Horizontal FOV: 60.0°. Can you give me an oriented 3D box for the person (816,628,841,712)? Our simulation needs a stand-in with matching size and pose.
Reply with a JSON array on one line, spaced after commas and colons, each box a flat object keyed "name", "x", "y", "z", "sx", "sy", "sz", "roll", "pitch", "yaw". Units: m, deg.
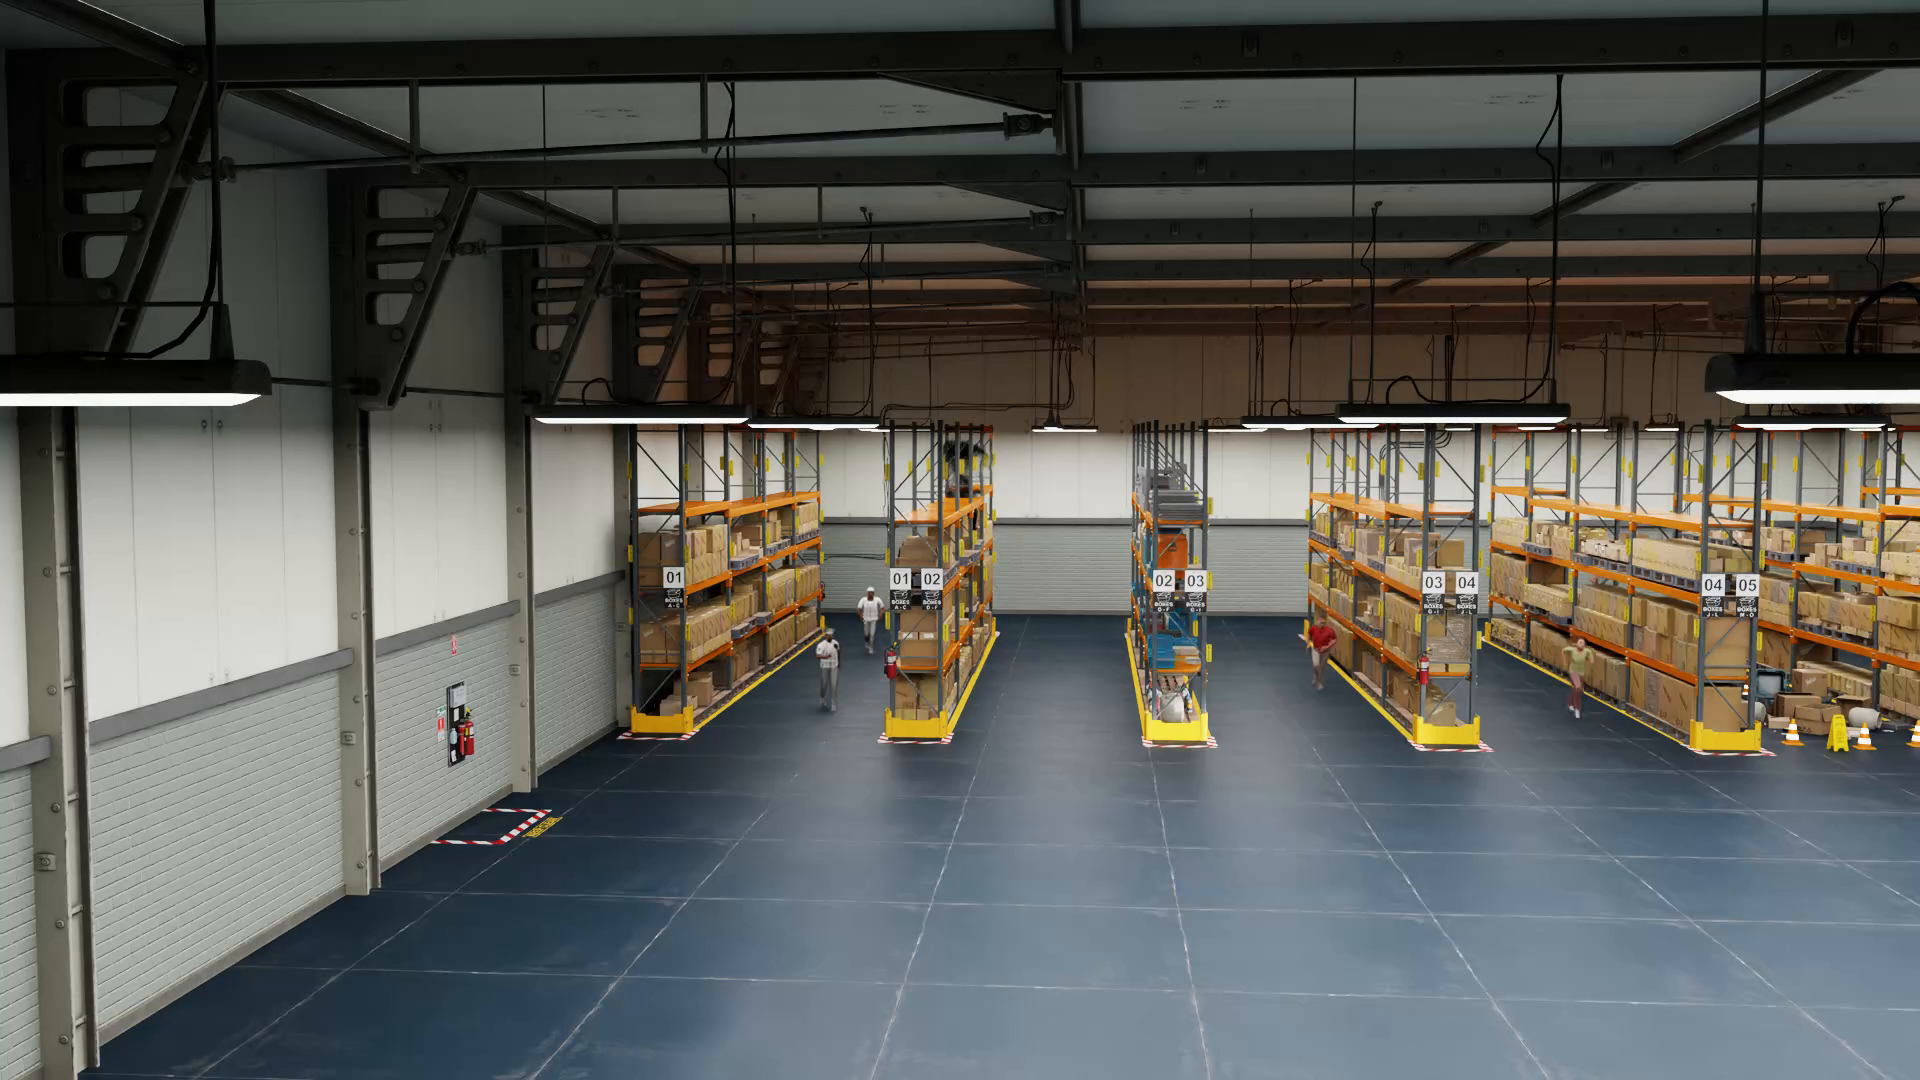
[{"name": "person", "x": -2.733, "y": 2.664, "z": 34.576, "sx": 0.566, "sy": 1.699, "sz": 0.929, "roll": -1, "pitch": 4, "yaw": -16}]

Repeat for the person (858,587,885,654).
[{"name": "person", "x": -2.330, "y": 2.098, "z": 43.698, "sx": 0.723, "sy": 1.742, "sz": 0.644, "roll": 0, "pitch": 4, "yaw": 0}]

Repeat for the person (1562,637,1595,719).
[{"name": "person", "x": 12.558, "y": 2.763, "z": 33.862, "sx": 0.572, "sy": 1.657, "sz": 0.902, "roll": 0, "pitch": 4, "yaw": 1}]

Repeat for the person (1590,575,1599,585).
[{"name": "person", "x": 18.095, "y": 1.958, "z": 47.456, "sx": 0.669, "sy": 1.531, "sz": 0.729, "roll": 0, "pitch": 4, "yaw": 6}]

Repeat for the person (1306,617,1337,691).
[{"name": "person", "x": 8.156, "y": 2.545, "z": 37.563, "sx": 0.680, "sy": 1.690, "sz": 0.814, "roll": 1, "pitch": 4, "yaw": 12}]
